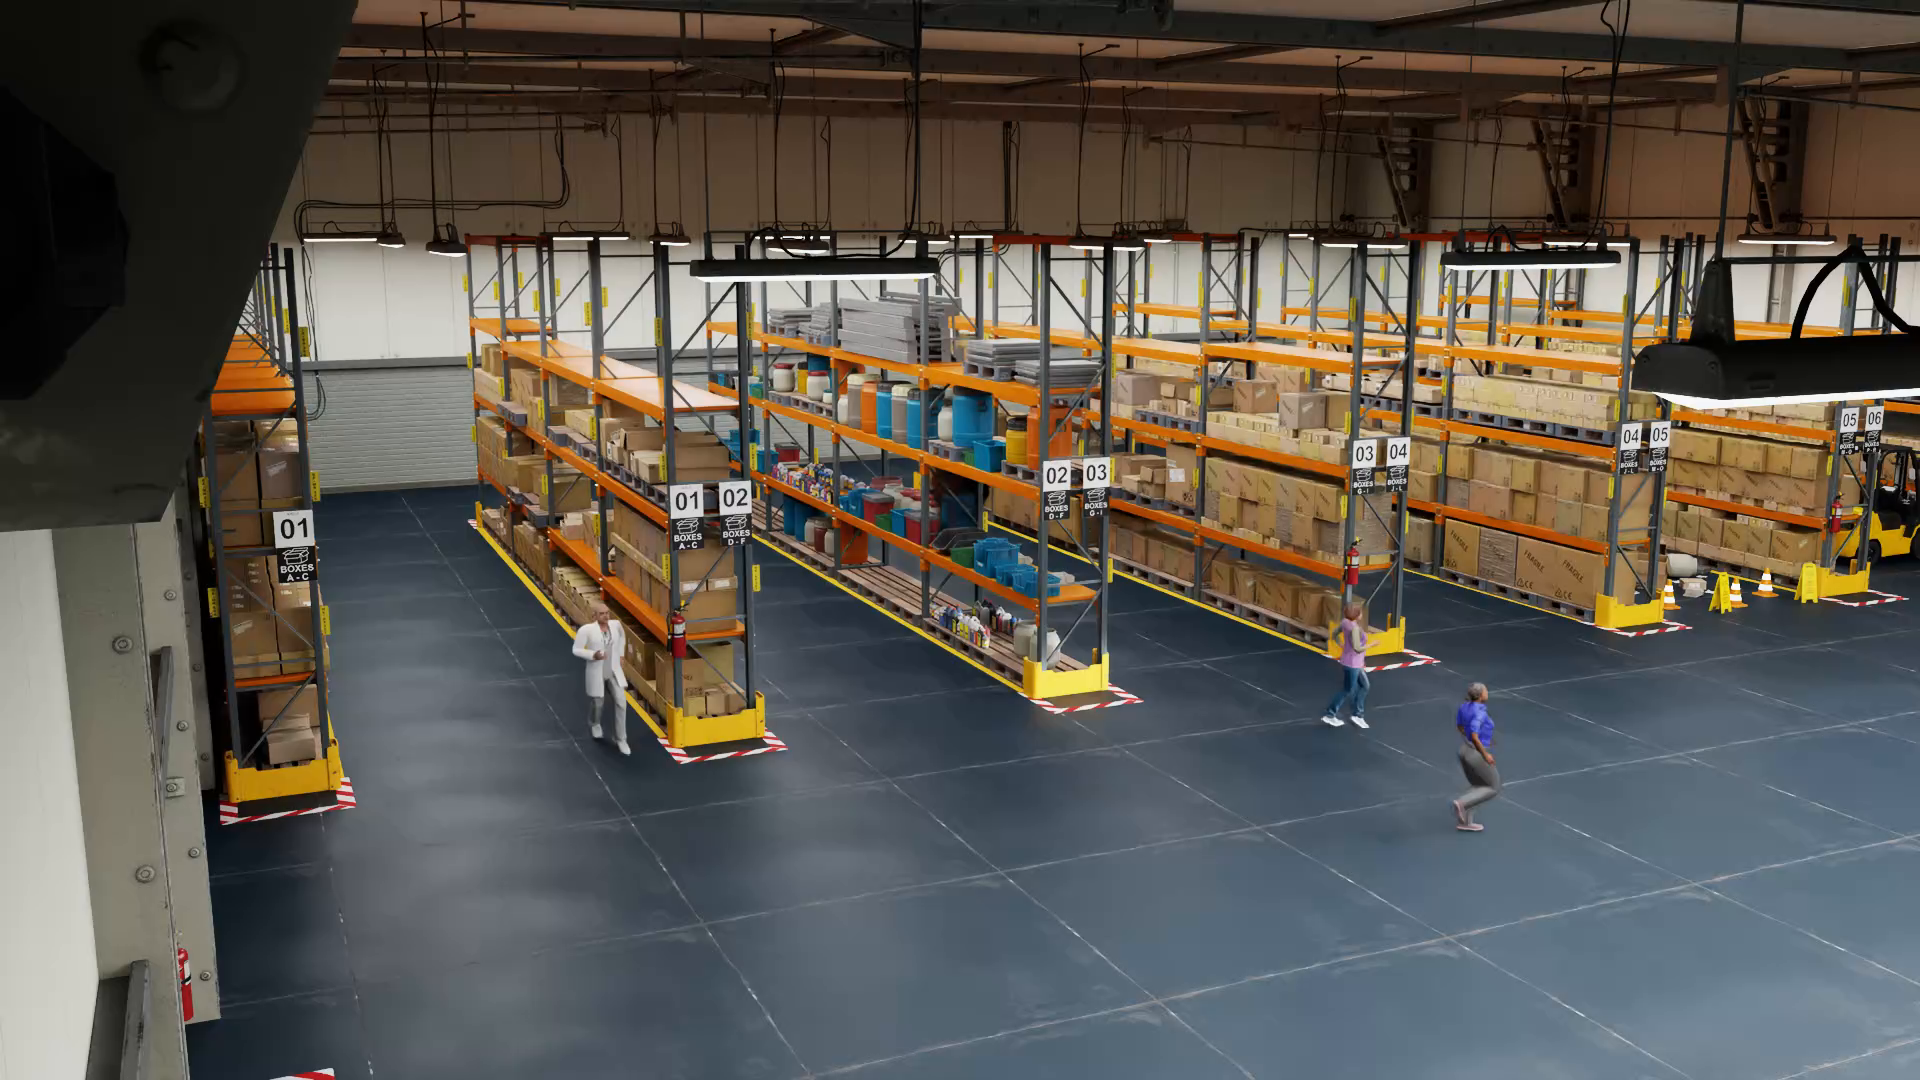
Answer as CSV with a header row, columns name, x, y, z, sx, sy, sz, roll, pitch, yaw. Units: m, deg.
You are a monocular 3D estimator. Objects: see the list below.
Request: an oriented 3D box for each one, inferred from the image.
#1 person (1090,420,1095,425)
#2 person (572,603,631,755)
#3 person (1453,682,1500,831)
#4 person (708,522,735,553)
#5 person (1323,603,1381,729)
name,x,y,z,sx,sy,sz,roll,pitch,yaw
person,2.987,-1.944,38.649,0.753,1.712,0.521,-4,12,-18
person,-4.323,1.638,20.083,0.730,1.802,0.989,-6,13,-30
person,5.382,2.261,17.305,0.544,1.601,0.574,-2,11,-11
person,-4.237,-0.133,29.364,0.640,1.705,0.645,-7,13,-33
person,4.883,1.584,20.731,0.678,1.635,0.516,1,11,5
